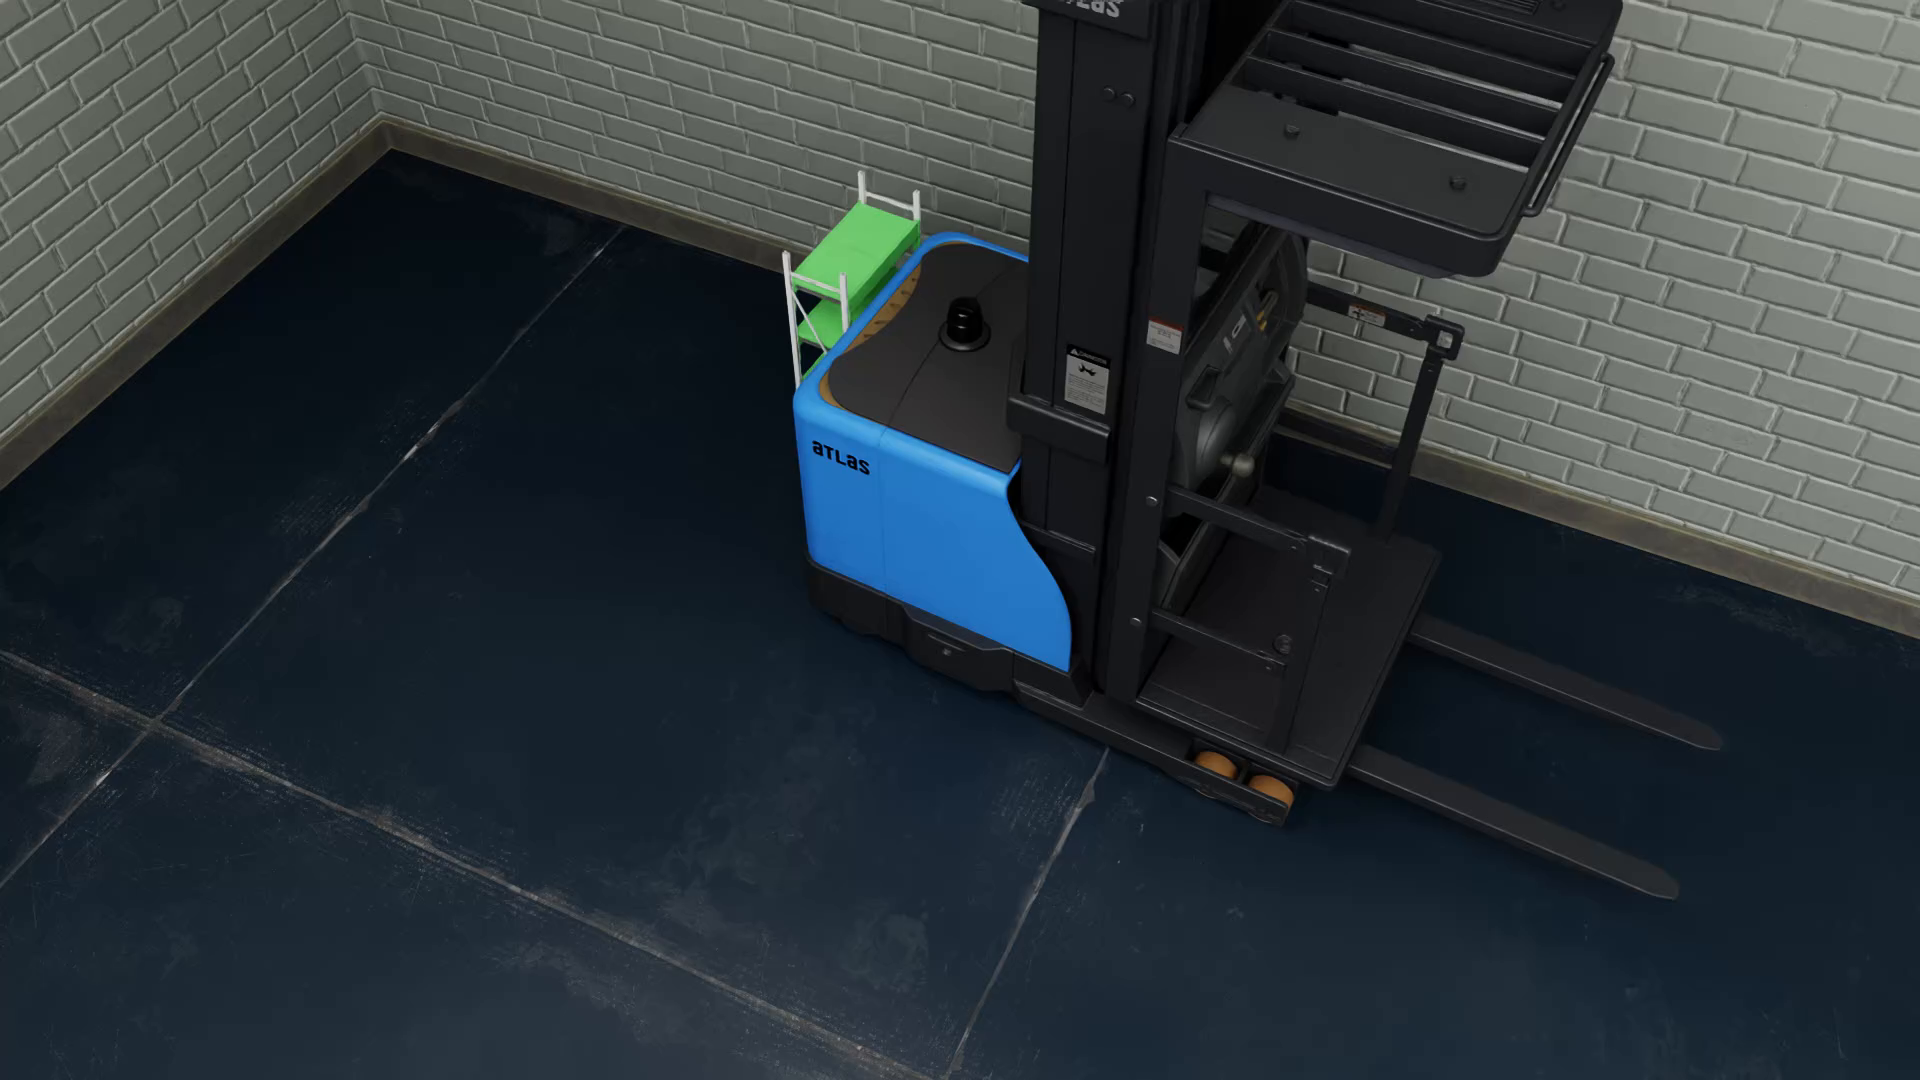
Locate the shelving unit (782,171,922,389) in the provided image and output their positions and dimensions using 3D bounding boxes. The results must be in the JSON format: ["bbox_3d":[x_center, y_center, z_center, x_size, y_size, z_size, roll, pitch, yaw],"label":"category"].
[{"bbox_3d":[-0.361,-0.680,6.041,0.258,1.200,0.503,22,53,18],"label":"shelving unit"}]

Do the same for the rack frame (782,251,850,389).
[{"bbox_3d":[-0.477,-0.517,5.902,0.240,1.200,0.015,22,53,18],"label":"rack frame"}]

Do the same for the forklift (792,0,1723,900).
[{"bbox_3d":[0.996,-0.490,4.742,3.031,2.935,1.130,22,53,18],"label":"forklift"}]

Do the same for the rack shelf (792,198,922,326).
[{"bbox_3d":[-0.361,-0.950,5.724,0.258,0.148,0.480,22,53,18],"label":"rack shelf"}]

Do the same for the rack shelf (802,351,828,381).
[{"bbox_3d":[-0.361,-0.639,6.090,0.258,0.148,0.480,22,53,18],"label":"rack shelf"}]

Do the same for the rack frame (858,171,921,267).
[{"bbox_3d":[-0.245,-0.844,6.180,0.240,1.200,0.015,22,53,18],"label":"rack frame"}]

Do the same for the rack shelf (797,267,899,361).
[{"bbox_3d":[-0.361,-0.794,5.907,0.258,0.148,0.480,22,53,18],"label":"rack shelf"}]
